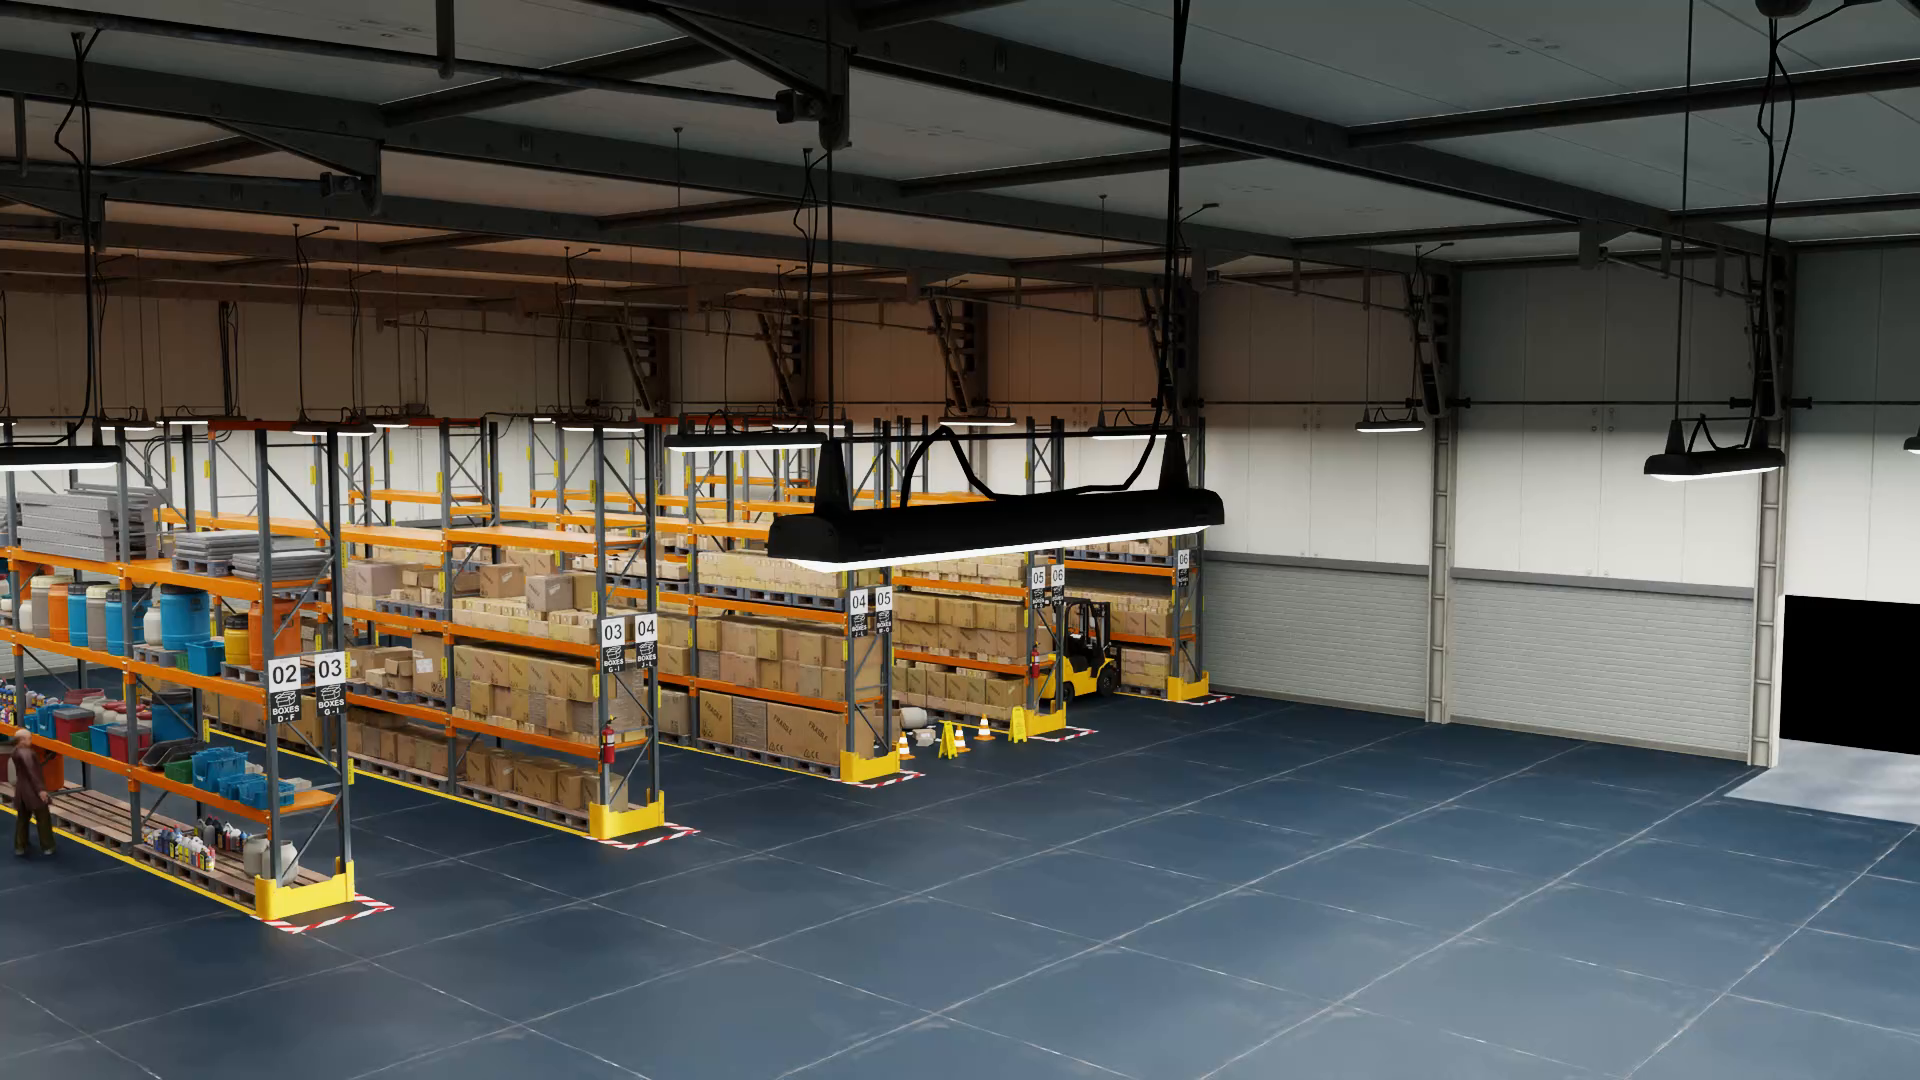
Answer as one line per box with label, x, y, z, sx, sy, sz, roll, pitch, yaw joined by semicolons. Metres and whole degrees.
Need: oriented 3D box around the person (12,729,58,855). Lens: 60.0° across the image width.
person;-12.924;3.505;23.217;0.636;1.770;0.513;2;5;26
